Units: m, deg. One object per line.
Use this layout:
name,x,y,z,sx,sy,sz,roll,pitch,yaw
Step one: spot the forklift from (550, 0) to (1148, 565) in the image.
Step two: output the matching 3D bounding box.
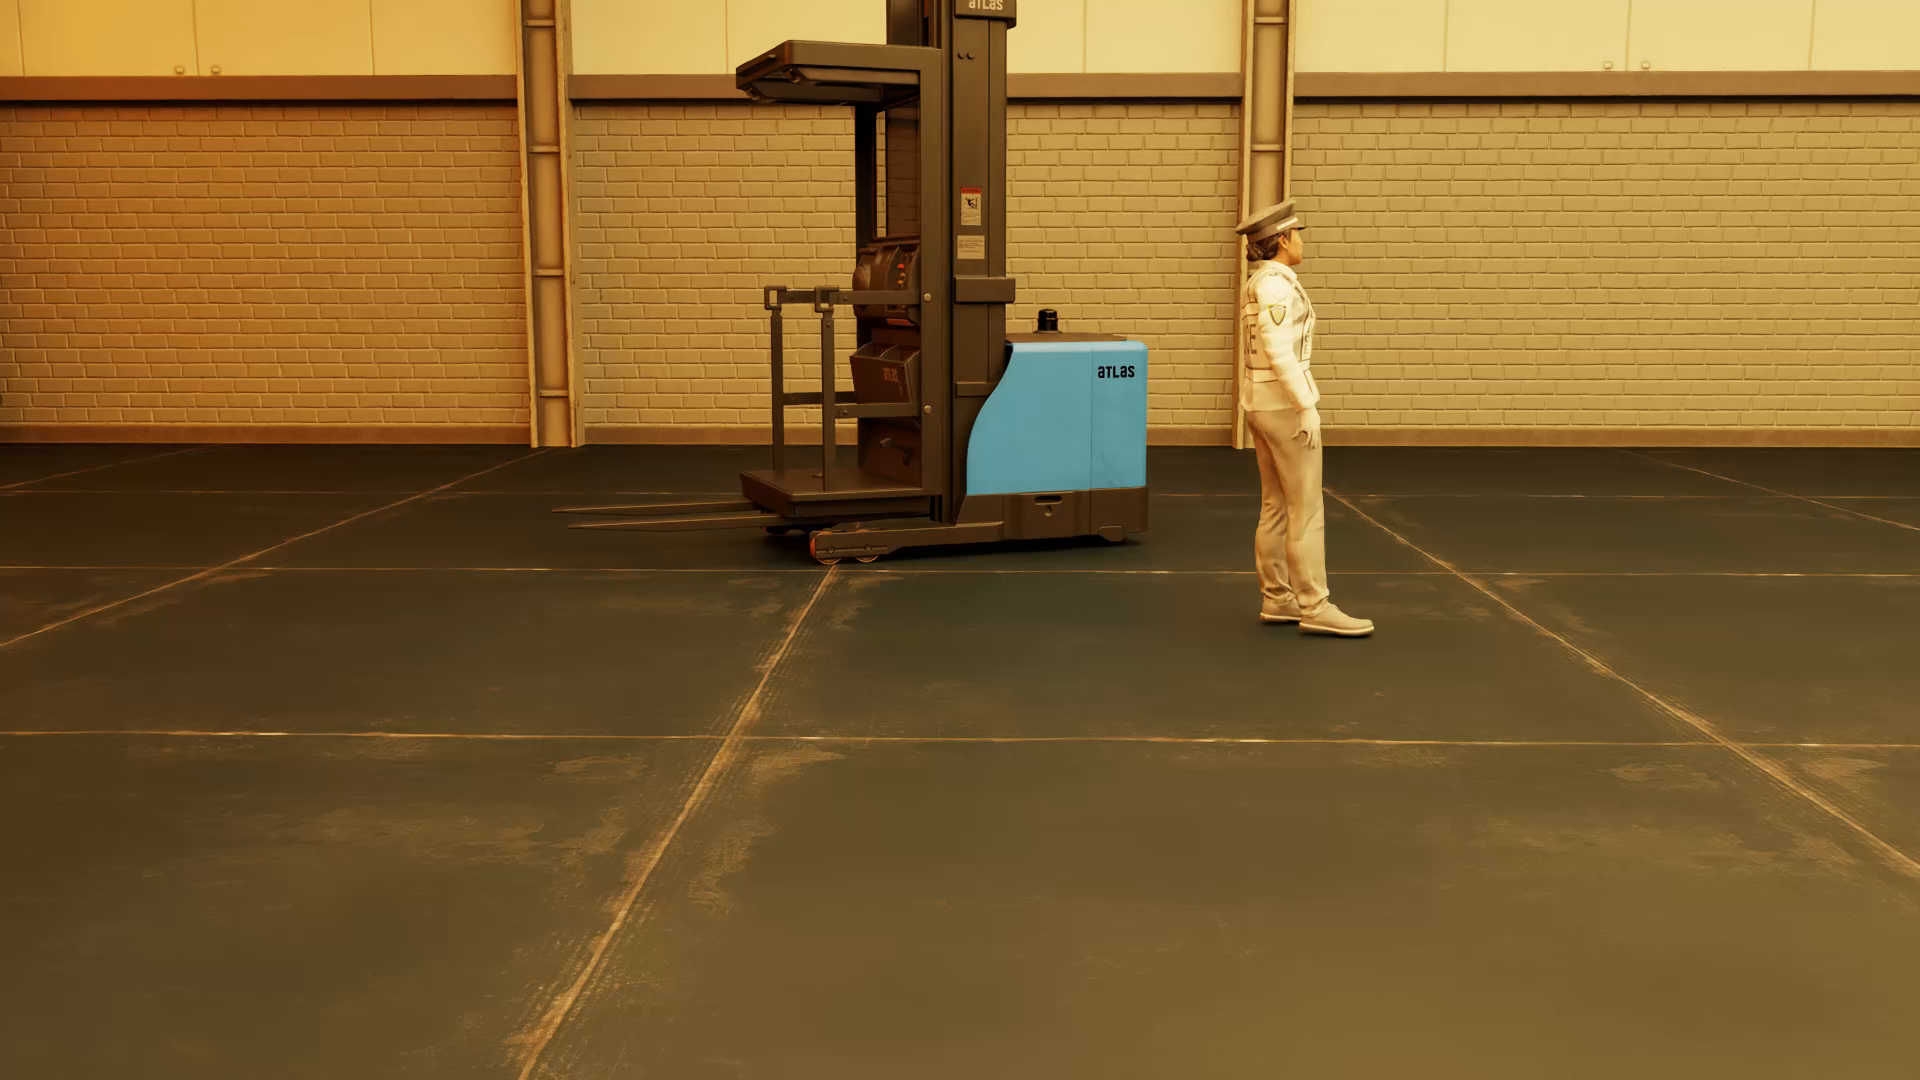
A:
forklift,-0.569,-1.416,8.568,3.031,2.935,1.130,-3,9,-20

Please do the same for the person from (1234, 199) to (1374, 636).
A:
person,1.356,-0.504,6.638,0.529,1.694,0.588,0,9,-1
